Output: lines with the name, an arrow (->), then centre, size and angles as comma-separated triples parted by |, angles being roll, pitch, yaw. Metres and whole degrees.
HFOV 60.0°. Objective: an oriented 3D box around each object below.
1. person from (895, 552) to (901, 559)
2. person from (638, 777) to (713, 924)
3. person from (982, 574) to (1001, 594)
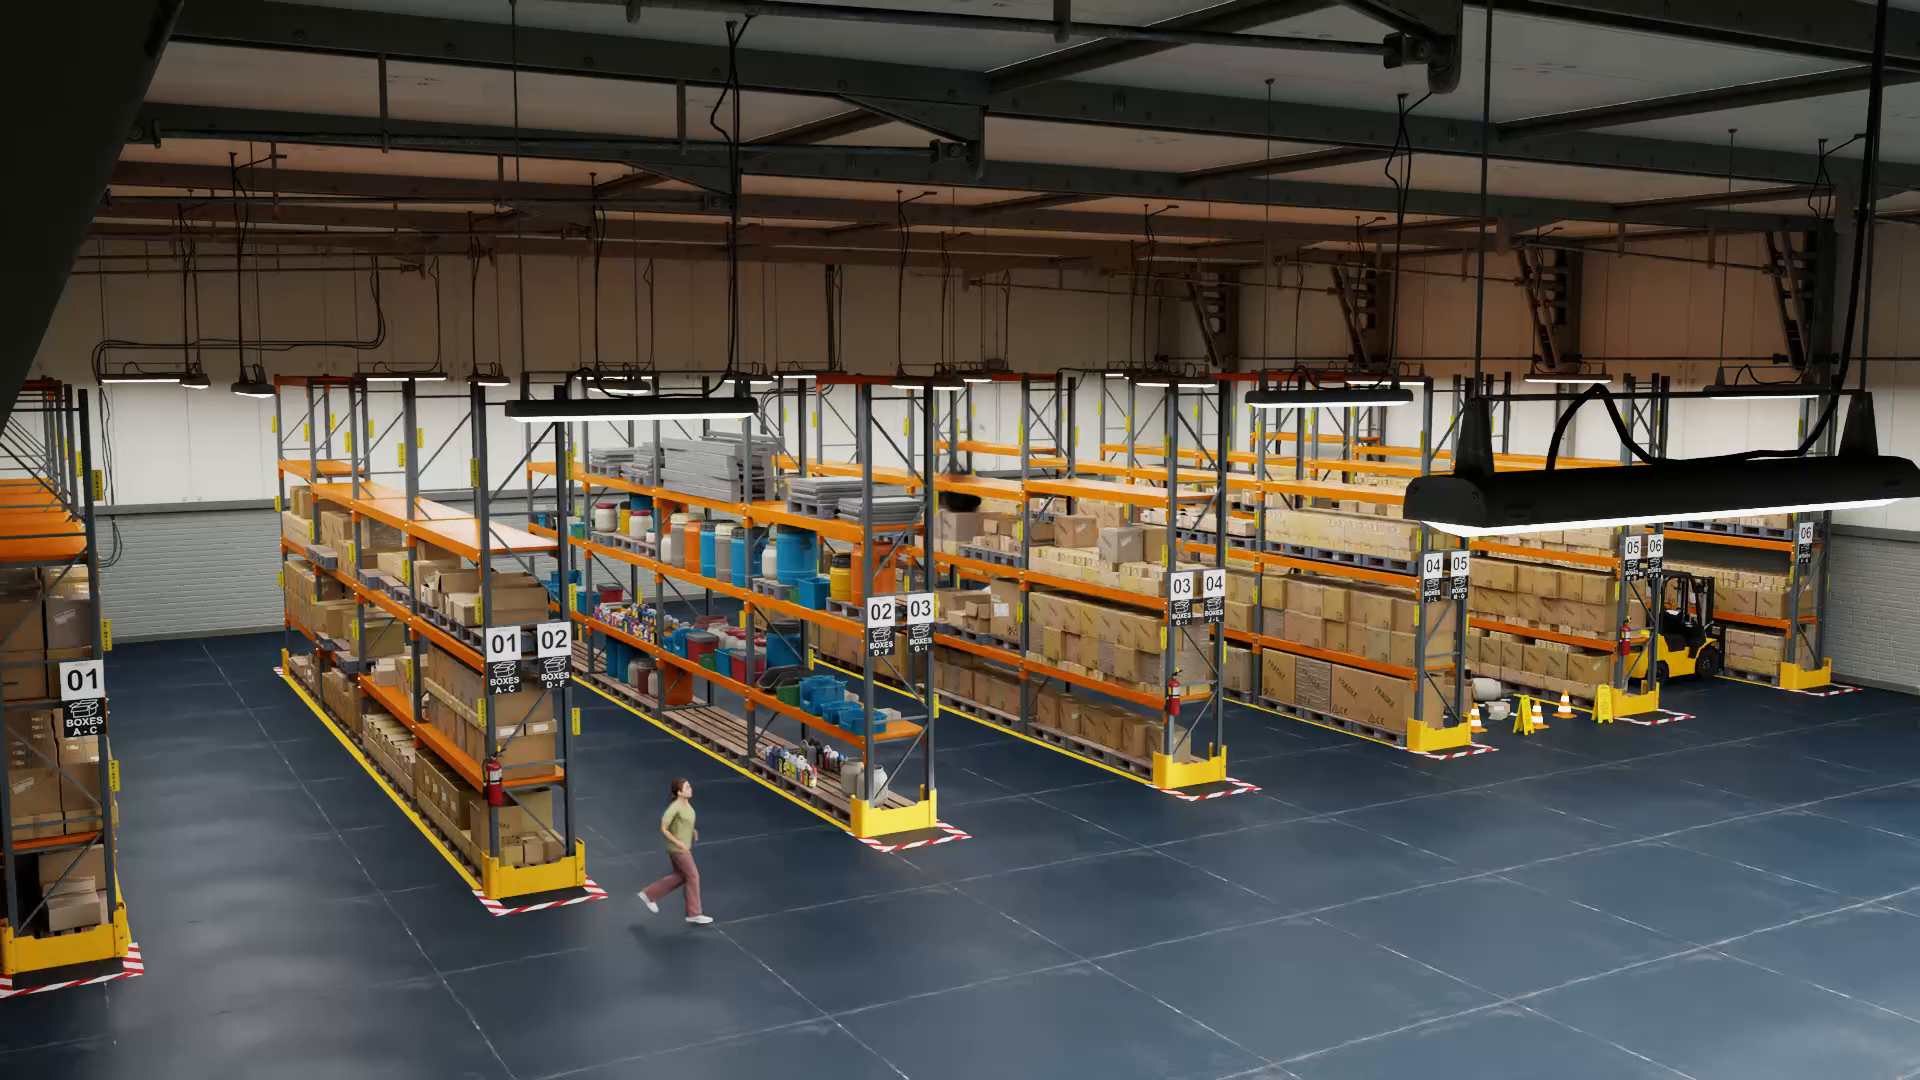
person -> -1.609, 1.127, 39.827 | 0.705, 1.719, 0.610 | -1, 6, -8
person -> -3.190, 3.463, 18.601 | 0.829, 1.662, 0.578 | 0, 6, 4
person -> 0.767, 1.563, 35.978 | 0.572, 1.714, 0.771 | -4, 8, -34
